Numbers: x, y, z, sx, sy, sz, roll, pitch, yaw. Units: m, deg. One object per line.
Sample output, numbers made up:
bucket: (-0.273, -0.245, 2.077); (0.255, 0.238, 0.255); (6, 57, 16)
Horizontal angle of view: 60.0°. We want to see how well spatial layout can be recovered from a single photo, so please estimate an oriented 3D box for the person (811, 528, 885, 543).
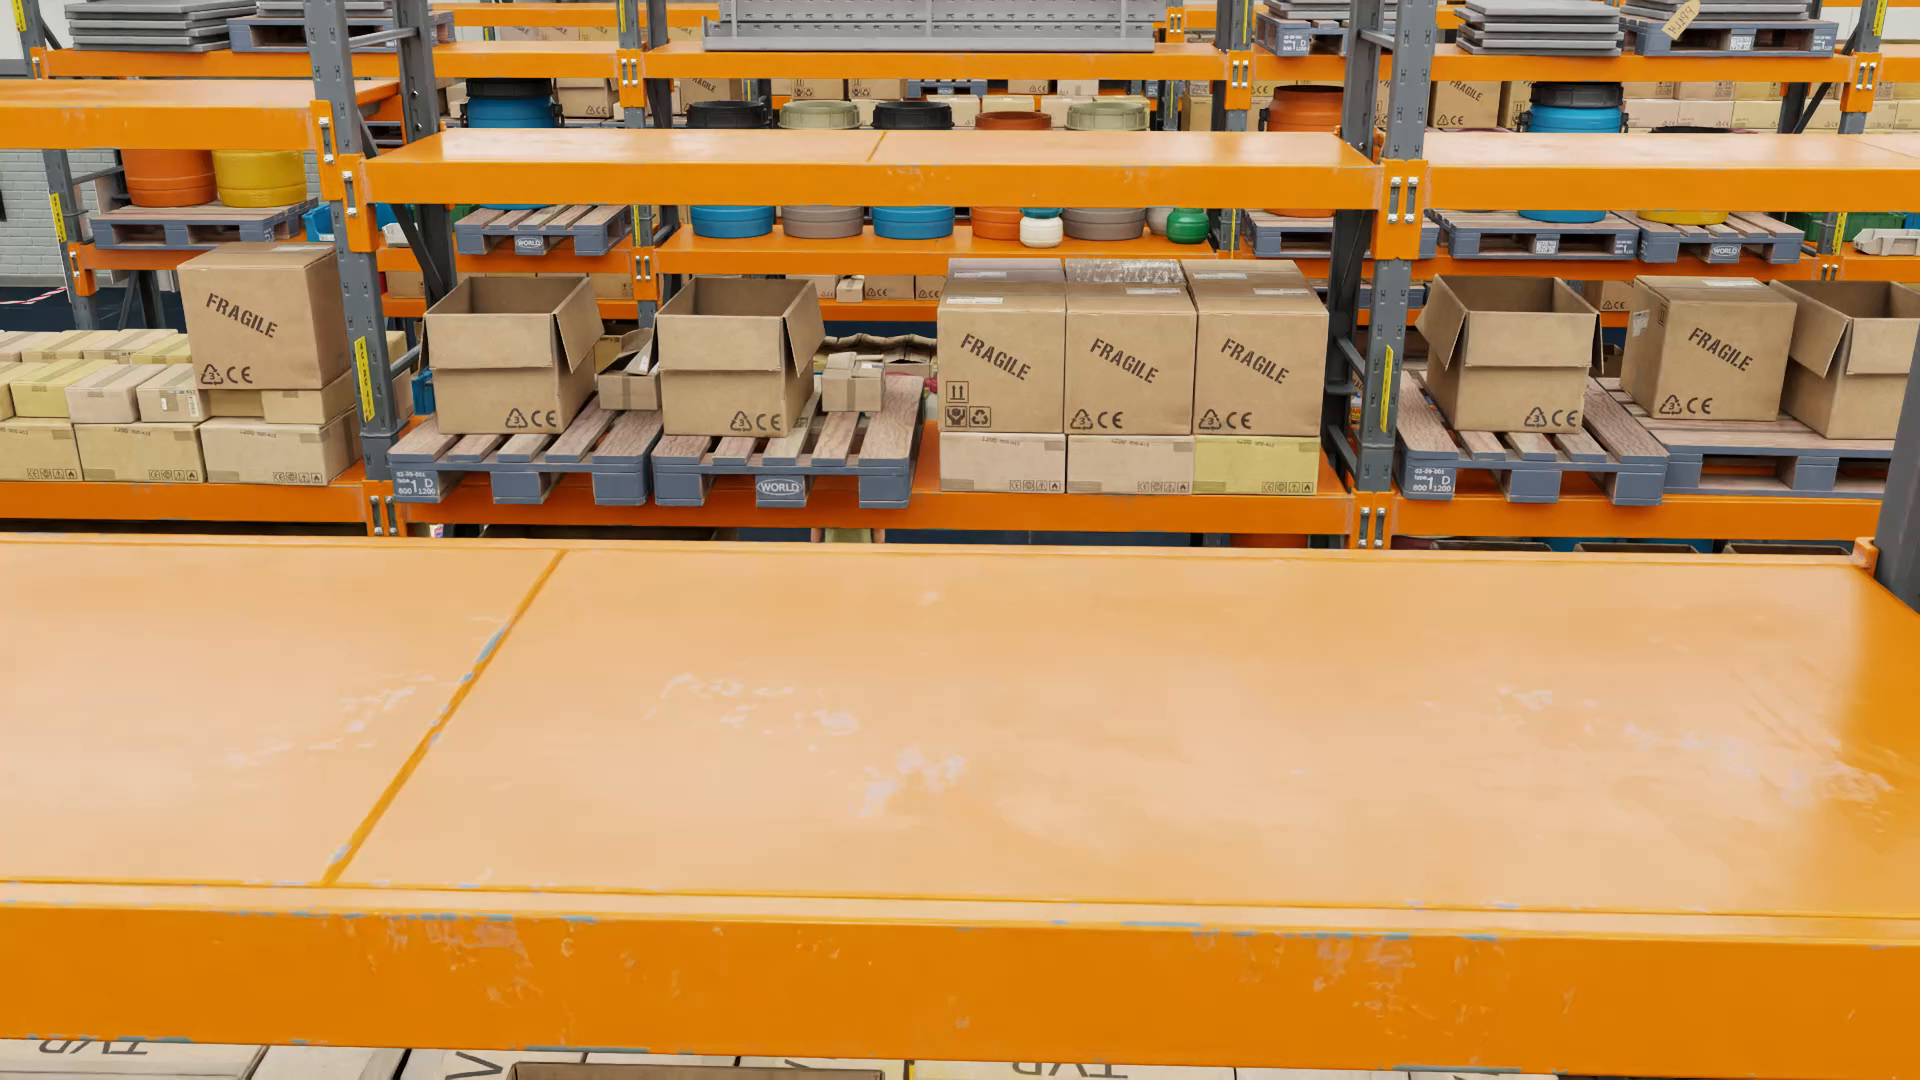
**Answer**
person: (-0.756, 0.181, 11.218); (0.499, 1.673, 0.354); (1, 21, 2)
